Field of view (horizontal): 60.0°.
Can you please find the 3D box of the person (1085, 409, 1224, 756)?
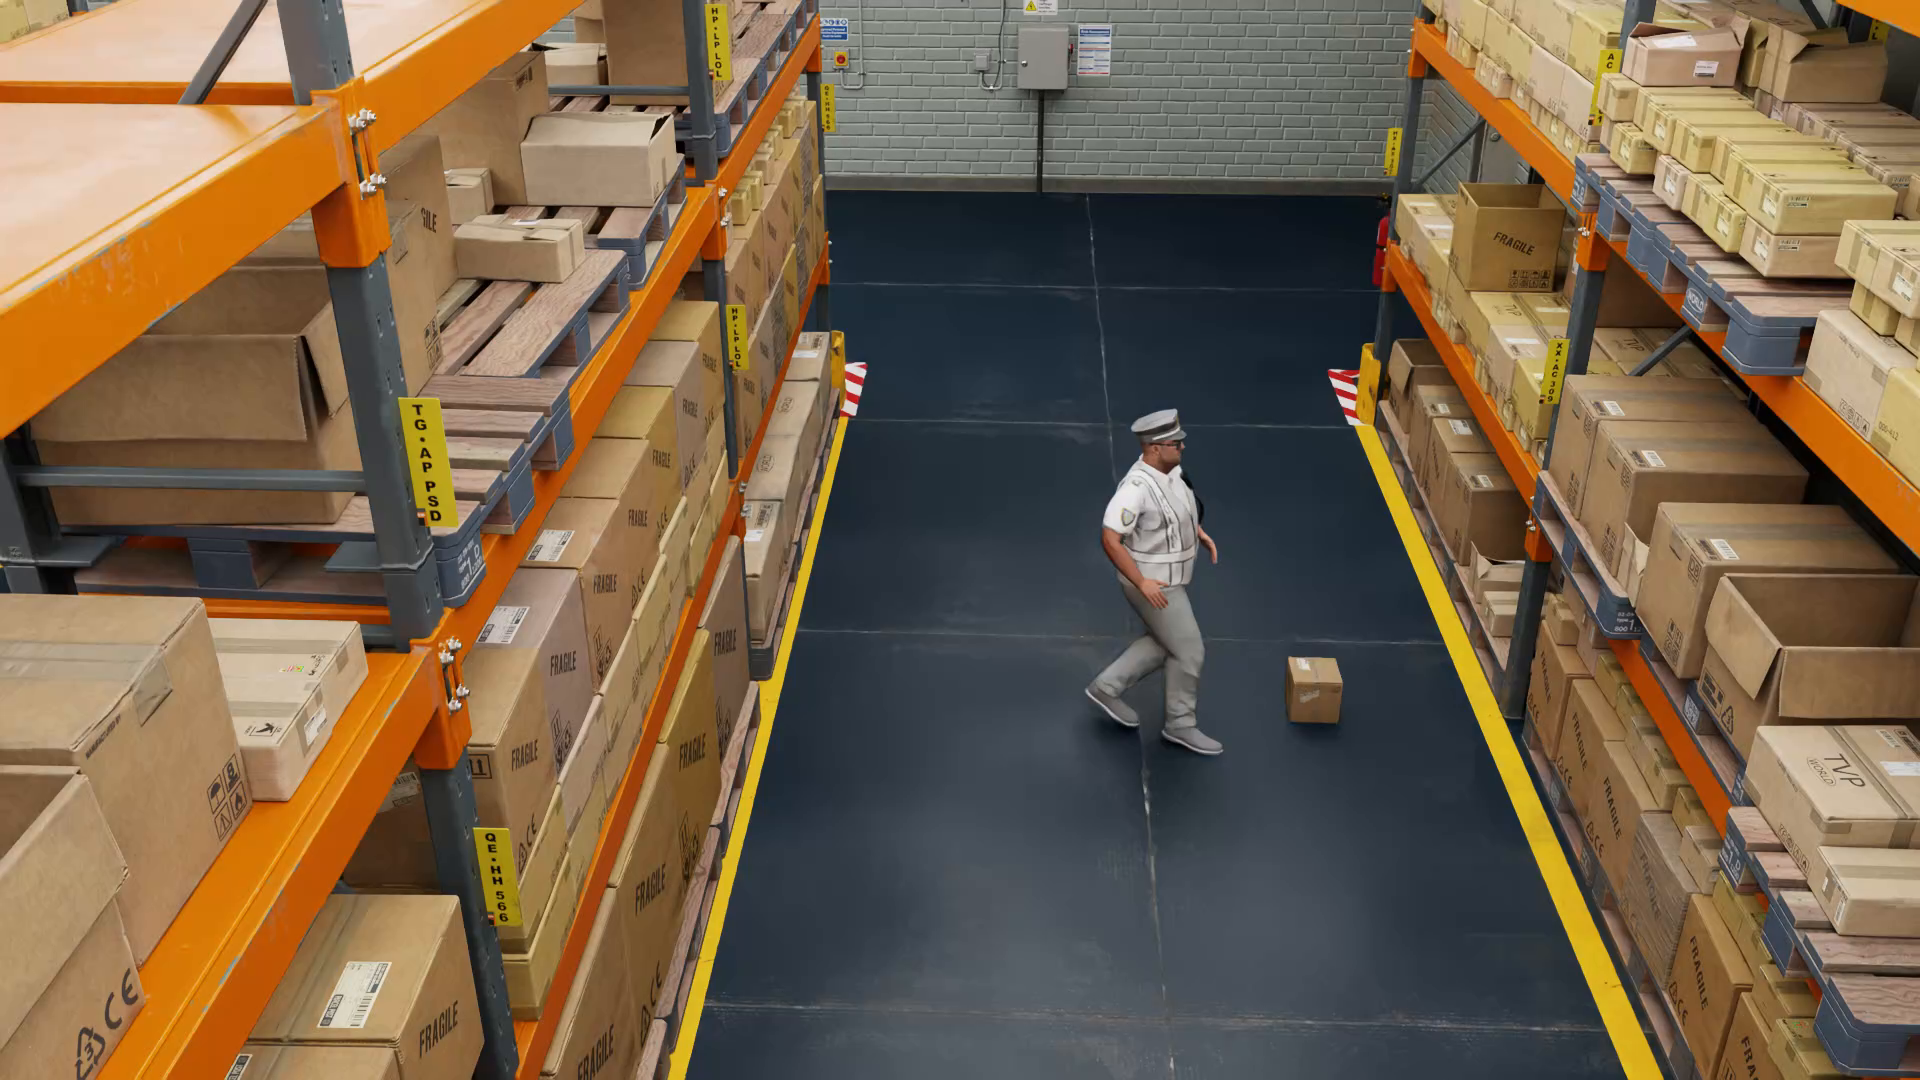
[{"bbox_3d":[1.060,0.174,8.332,0.747,1.741,0.724,10,29,18],"label":"person"}]
